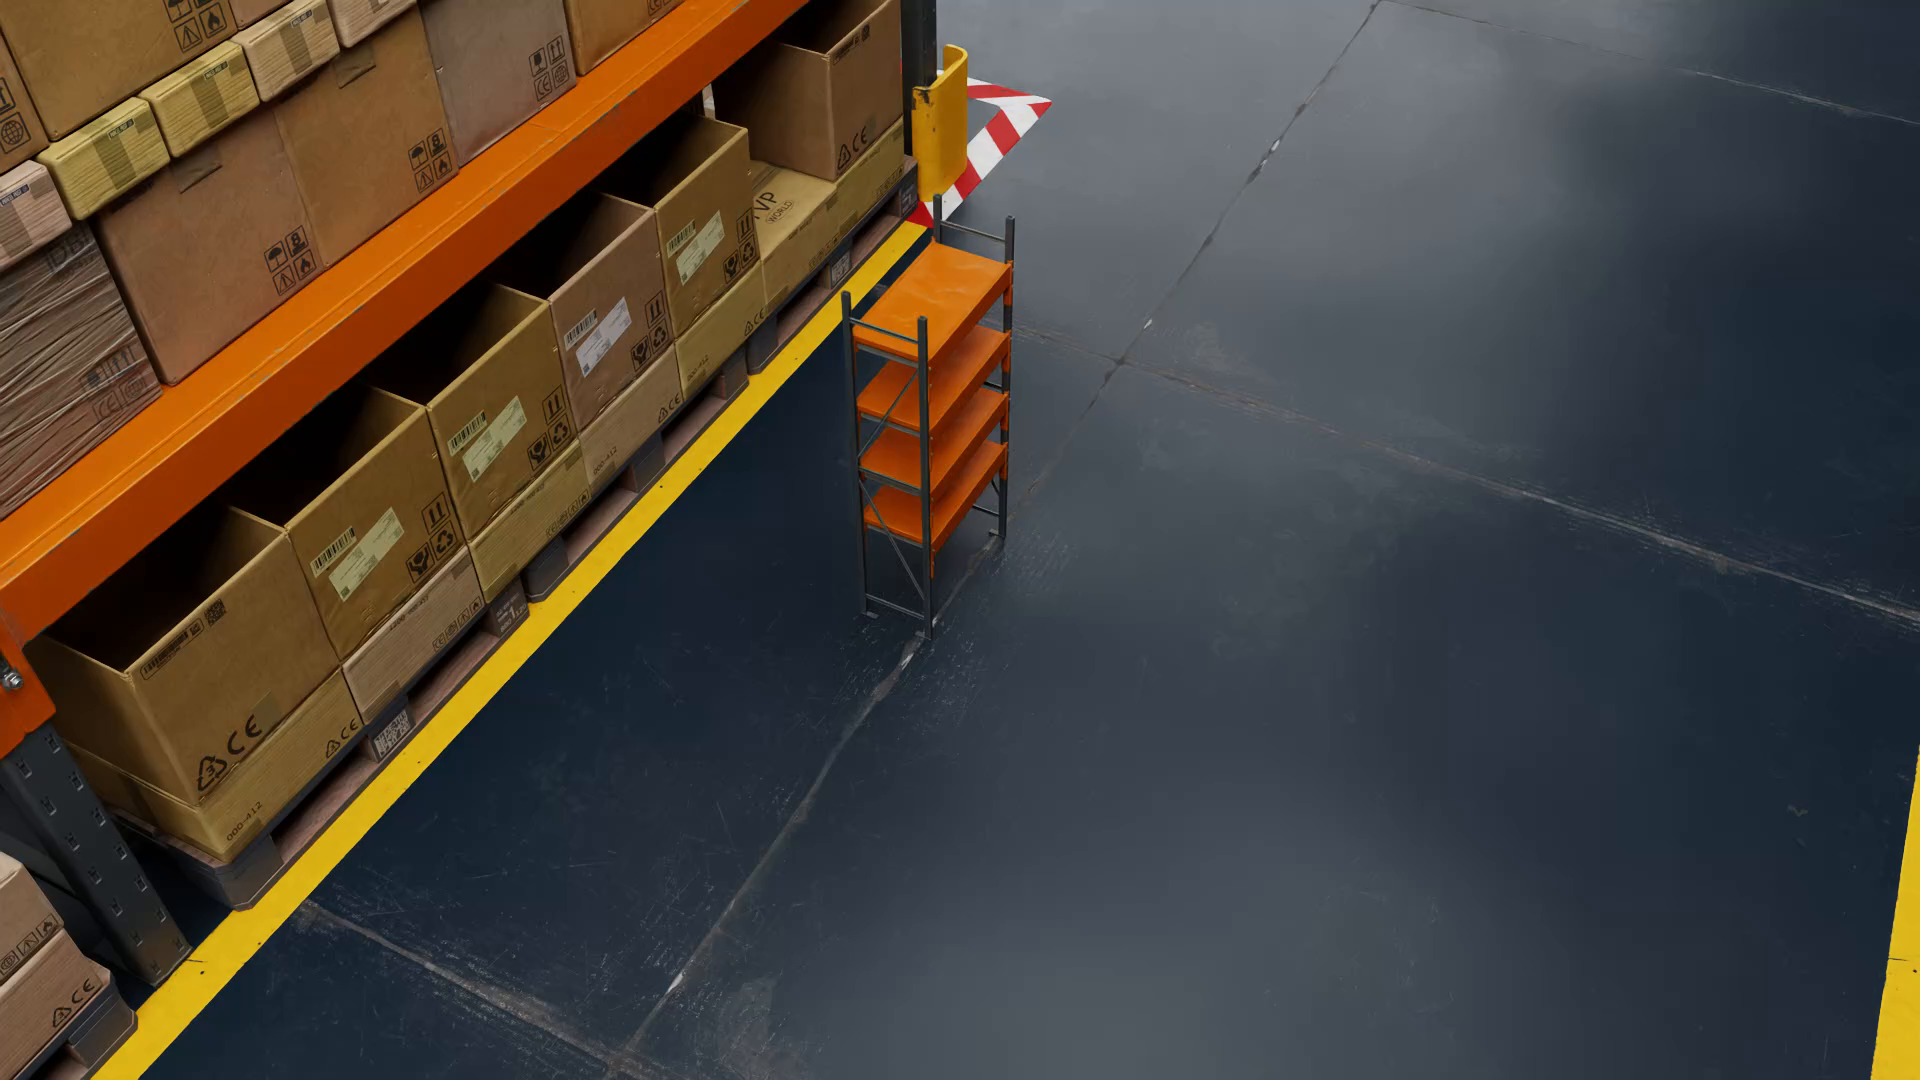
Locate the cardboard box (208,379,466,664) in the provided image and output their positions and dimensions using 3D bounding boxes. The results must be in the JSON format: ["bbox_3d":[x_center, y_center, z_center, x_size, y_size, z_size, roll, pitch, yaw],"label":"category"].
[{"bbox_3d":[-1.696,-0.089,4.340,0.500,0.500,0.500,20,49,19],"label":"cardboard box"}]

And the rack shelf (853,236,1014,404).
[{"bbox_3d":[-0.077,-0.594,4.441,0.258,0.148,0.480,20,49,19],"label":"rack shelf"}]

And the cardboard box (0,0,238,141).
[{"bbox_3d":[-1.980,-1.230,3.374,0.700,0.500,0.500,20,49,19],"label":"cardboard box"}]

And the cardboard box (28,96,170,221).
[{"bbox_3d":[-1.883,-0.828,3.433,0.380,0.149,0.250,19,48,18],"label":"cardboard box"}]

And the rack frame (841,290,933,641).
[{"bbox_3d":[-0.190,-0.164,4.568,0.240,1.200,0.015,20,49,19],"label":"rack frame"}]

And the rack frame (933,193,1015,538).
[{"bbox_3d":[0.036,-0.471,4.872,0.240,1.200,0.015,20,49,19],"label":"rack frame"}]

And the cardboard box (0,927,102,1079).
[{"bbox_3d":[-2.350,1.037,3.754,0.500,0.250,0.500,20,49,19],"label":"cardboard box"}]

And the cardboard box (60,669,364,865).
[{"bbox_3d":[-1.930,0.488,4.296,0.500,0.250,0.500,20,49,19],"label":"cardboard box"}]

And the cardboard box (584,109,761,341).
[{"bbox_3d":[-0.994,-1.032,5.272,0.500,0.500,0.500,20,49,19],"label":"cardboard box"}]

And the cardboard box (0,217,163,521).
[{"bbox_3d":[-2.214,-0.455,3.521,0.700,0.500,0.500,19,48,18],"label":"cardboard box"}]

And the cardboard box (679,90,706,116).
[{"bbox_3d":[-1.234,-1.523,5.757,0.500,0.500,0.500,20,49,19],"label":"cardboard box"}]

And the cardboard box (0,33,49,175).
[{"bbox_3d":[-2.214,-0.911,3.059,0.700,0.500,0.500,21,49,19],"label":"cardboard box"}]

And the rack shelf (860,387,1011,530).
[{"bbox_3d":[-0.077,-0.270,4.768,0.258,0.148,0.480,20,49,19],"label":"rack shelf"}]

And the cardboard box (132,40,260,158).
[{"bbox_3d":[-1.763,-0.994,3.597,0.380,0.149,0.250,20,49,19],"label":"cardboard box"}]

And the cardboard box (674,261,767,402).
[{"bbox_3d":[-0.997,-0.769,5.539,0.500,0.250,0.500,20,49,19],"label":"cardboard box"}]

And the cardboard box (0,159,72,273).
[{"bbox_3d":[-2.002,-0.665,3.272,0.380,0.149,0.250,21,49,20],"label":"cardboard box"}]

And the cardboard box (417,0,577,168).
[{"bbox_3d":[-1.502,-1.427,4.481,0.700,0.500,0.500,22,49,20],"label":"cardboard box"}]

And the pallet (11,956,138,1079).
[{"bbox_3d":[-2.722,1.319,3.798,1.003,0.211,1.213,20,49,19],"label":"pallet"}]

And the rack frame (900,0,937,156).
[{"bbox_3d":[-0.557,-2.658,5.768,1.000,3.000,0.127,20,49,19],"label":"rack frame"}]

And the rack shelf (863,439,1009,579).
[{"bbox_3d":[-0.077,-0.131,4.909,0.258,0.148,0.480,20,49,19],"label":"rack shelf"}]

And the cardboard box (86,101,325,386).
[{"bbox_3d":[-1.975,-0.790,3.851,0.700,0.500,0.500,20,49,19],"label":"cardboard box"}]

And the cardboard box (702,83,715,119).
[{"bbox_3d":[-1.003,-1.575,6.336,0.500,0.250,0.500,20,49,19],"label":"cardboard box"}]

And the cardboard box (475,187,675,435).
[{"bbox_3d":[-1.227,-0.718,4.961,0.500,0.500,0.500,20,49,19],"label":"cardboard box"}]

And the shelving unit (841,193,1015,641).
[{"bbox_3d":[-0.077,-0.317,4.720,0.258,1.200,0.503,20,49,19],"label":"shelving unit"}]

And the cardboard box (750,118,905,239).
[{"bbox_3d":[-0.545,-1.404,6.167,0.500,0.250,0.500,20,49,19],"label":"cardboard box"}]

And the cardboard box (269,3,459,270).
[{"bbox_3d":[-1.738,-1.104,4.162,0.700,0.500,0.500,21,49,20],"label":"cardboard box"}]

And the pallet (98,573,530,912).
[{"bbox_3d":[-2.008,0.355,4.751,1.003,0.211,1.213,20,49,19],"label":"pallet"}]

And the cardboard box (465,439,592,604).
[{"bbox_3d":[-1.457,-0.138,4.915,0.500,0.250,0.500,20,49,19],"label":"cardboard box"}]

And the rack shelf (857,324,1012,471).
[{"bbox_3d":[-0.077,-0.427,4.609,0.258,0.148,0.480,20,49,19],"label":"rack shelf"}]

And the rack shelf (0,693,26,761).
[{"bbox_3d":[-3.343,1.374,2.288,1.077,0.370,4.000,20,49,19],"label":"rack shelf"}]

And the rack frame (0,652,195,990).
[{"bbox_3d":[-2.414,-0.138,3.278,1.000,3.000,0.127,20,49,19],"label":"rack frame"}]

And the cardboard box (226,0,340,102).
[{"bbox_3d":[-1.645,-1.151,3.752,0.380,0.149,0.250,19,48,18],"label":"cardboard box"}]

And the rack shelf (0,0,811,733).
[{"bbox_3d":[-1.486,-1.145,4.779,1.077,0.370,4.000,20,49,19],"label":"rack shelf"}]

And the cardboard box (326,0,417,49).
[{"bbox_3d":[-1.523,-1.320,3.919,0.380,0.149,0.250,19,48,18],"label":"cardboard box"}]

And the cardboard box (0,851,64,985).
[{"bbox_3d":[-2.348,0.833,3.561,0.500,0.311,0.500,20,49,19],"label":"cardboard box"}]

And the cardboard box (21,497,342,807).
[{"bbox_3d":[-1.922,0.228,4.026,0.500,0.500,0.500,20,49,19],"label":"cardboard box"}]

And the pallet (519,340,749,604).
[{"bbox_3d":[-1.443,-0.417,5.513,1.003,0.211,1.213,20,49,19],"label":"pallet"}]

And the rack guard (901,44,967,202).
[{"bbox_3d":[-0.546,-1.795,6.672,1.175,0.500,0.348,20,49,19],"label":"rack guard"}]

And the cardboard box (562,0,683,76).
[{"bbox_3d":[-1.261,-1.760,4.810,0.700,0.500,0.500,21,49,19],"label":"cardboard box"}]

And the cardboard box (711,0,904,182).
[{"bbox_3d":[-0.543,-1.667,5.899,0.500,0.500,0.500,20,49,19],"label":"cardboard box"}]

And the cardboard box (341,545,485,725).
[{"bbox_3d":[-1.694,0.175,4.606,0.500,0.250,0.500,20,49,19],"label":"cardboard box"}]

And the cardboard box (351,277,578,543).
[{"bbox_3d":[-1.457,-0.402,4.649,0.500,0.500,0.500,20,49,19],"label":"cardboard box"}]

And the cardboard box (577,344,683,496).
[{"bbox_3d":[-1.230,-0.455,5.229,0.500,0.250,0.500,20,49,19],"label":"cardboard box"}]

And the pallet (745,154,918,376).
[{"bbox_3d":[-0.875,-1.183,6.270,1.003,0.211,1.213,20,49,19],"label":"pallet"}]

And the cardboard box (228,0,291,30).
[{"bbox_3d":[-1.747,-1.545,3.686,0.700,0.500,0.500,20,49,19],"label":"cardboard box"}]

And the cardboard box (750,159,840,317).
[{"bbox_3d":[-0.766,-1.085,5.851,0.500,0.250,0.500,20,49,19],"label":"cardboard box"}]
